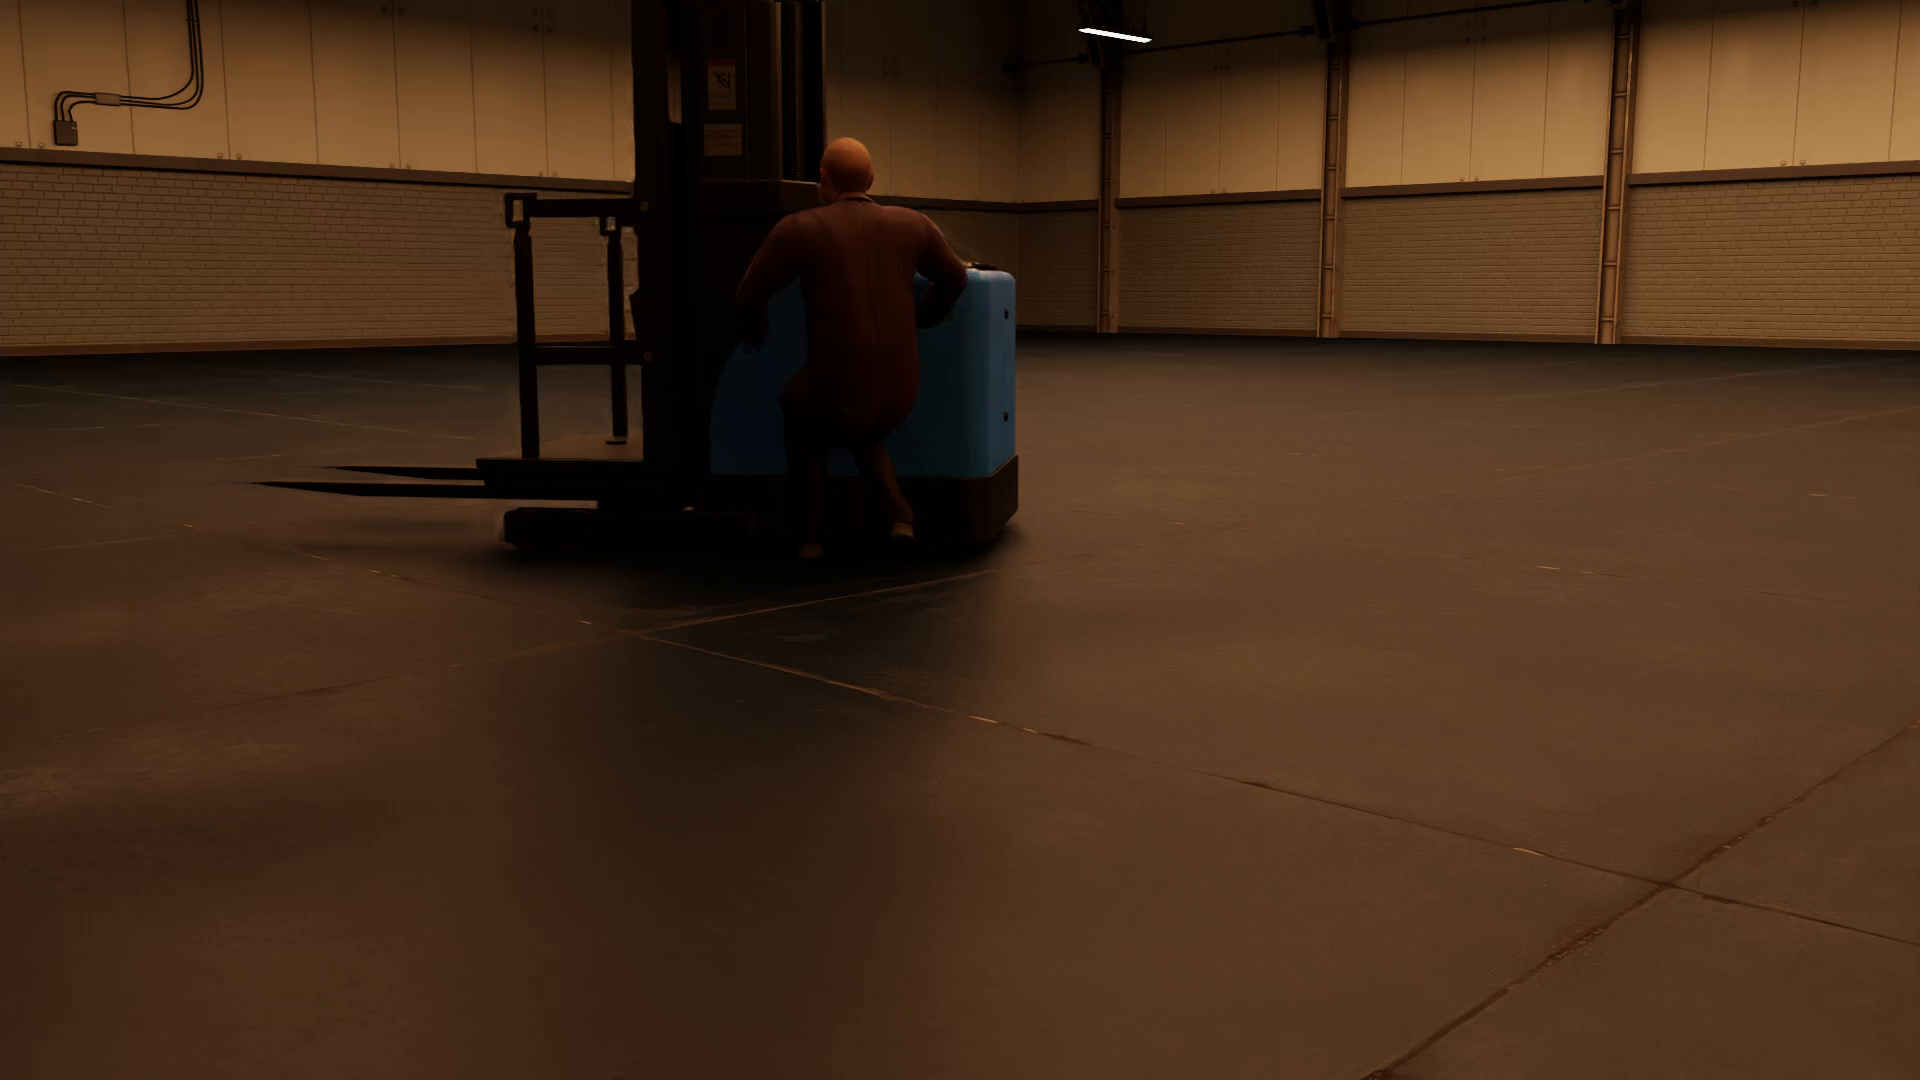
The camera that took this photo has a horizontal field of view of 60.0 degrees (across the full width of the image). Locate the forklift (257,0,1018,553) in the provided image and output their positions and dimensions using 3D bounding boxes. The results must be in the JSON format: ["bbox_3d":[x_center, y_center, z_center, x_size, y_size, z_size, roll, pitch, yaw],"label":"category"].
[{"bbox_3d":[-1.315,-1.477,6.683,3.031,2.935,1.130,1,9,8],"label":"forklift"}]

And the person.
[{"bbox_3d":[-0.483,-0.636,6.036,0.862,1.565,0.908,-5,10,-30],"label":"person"}]
